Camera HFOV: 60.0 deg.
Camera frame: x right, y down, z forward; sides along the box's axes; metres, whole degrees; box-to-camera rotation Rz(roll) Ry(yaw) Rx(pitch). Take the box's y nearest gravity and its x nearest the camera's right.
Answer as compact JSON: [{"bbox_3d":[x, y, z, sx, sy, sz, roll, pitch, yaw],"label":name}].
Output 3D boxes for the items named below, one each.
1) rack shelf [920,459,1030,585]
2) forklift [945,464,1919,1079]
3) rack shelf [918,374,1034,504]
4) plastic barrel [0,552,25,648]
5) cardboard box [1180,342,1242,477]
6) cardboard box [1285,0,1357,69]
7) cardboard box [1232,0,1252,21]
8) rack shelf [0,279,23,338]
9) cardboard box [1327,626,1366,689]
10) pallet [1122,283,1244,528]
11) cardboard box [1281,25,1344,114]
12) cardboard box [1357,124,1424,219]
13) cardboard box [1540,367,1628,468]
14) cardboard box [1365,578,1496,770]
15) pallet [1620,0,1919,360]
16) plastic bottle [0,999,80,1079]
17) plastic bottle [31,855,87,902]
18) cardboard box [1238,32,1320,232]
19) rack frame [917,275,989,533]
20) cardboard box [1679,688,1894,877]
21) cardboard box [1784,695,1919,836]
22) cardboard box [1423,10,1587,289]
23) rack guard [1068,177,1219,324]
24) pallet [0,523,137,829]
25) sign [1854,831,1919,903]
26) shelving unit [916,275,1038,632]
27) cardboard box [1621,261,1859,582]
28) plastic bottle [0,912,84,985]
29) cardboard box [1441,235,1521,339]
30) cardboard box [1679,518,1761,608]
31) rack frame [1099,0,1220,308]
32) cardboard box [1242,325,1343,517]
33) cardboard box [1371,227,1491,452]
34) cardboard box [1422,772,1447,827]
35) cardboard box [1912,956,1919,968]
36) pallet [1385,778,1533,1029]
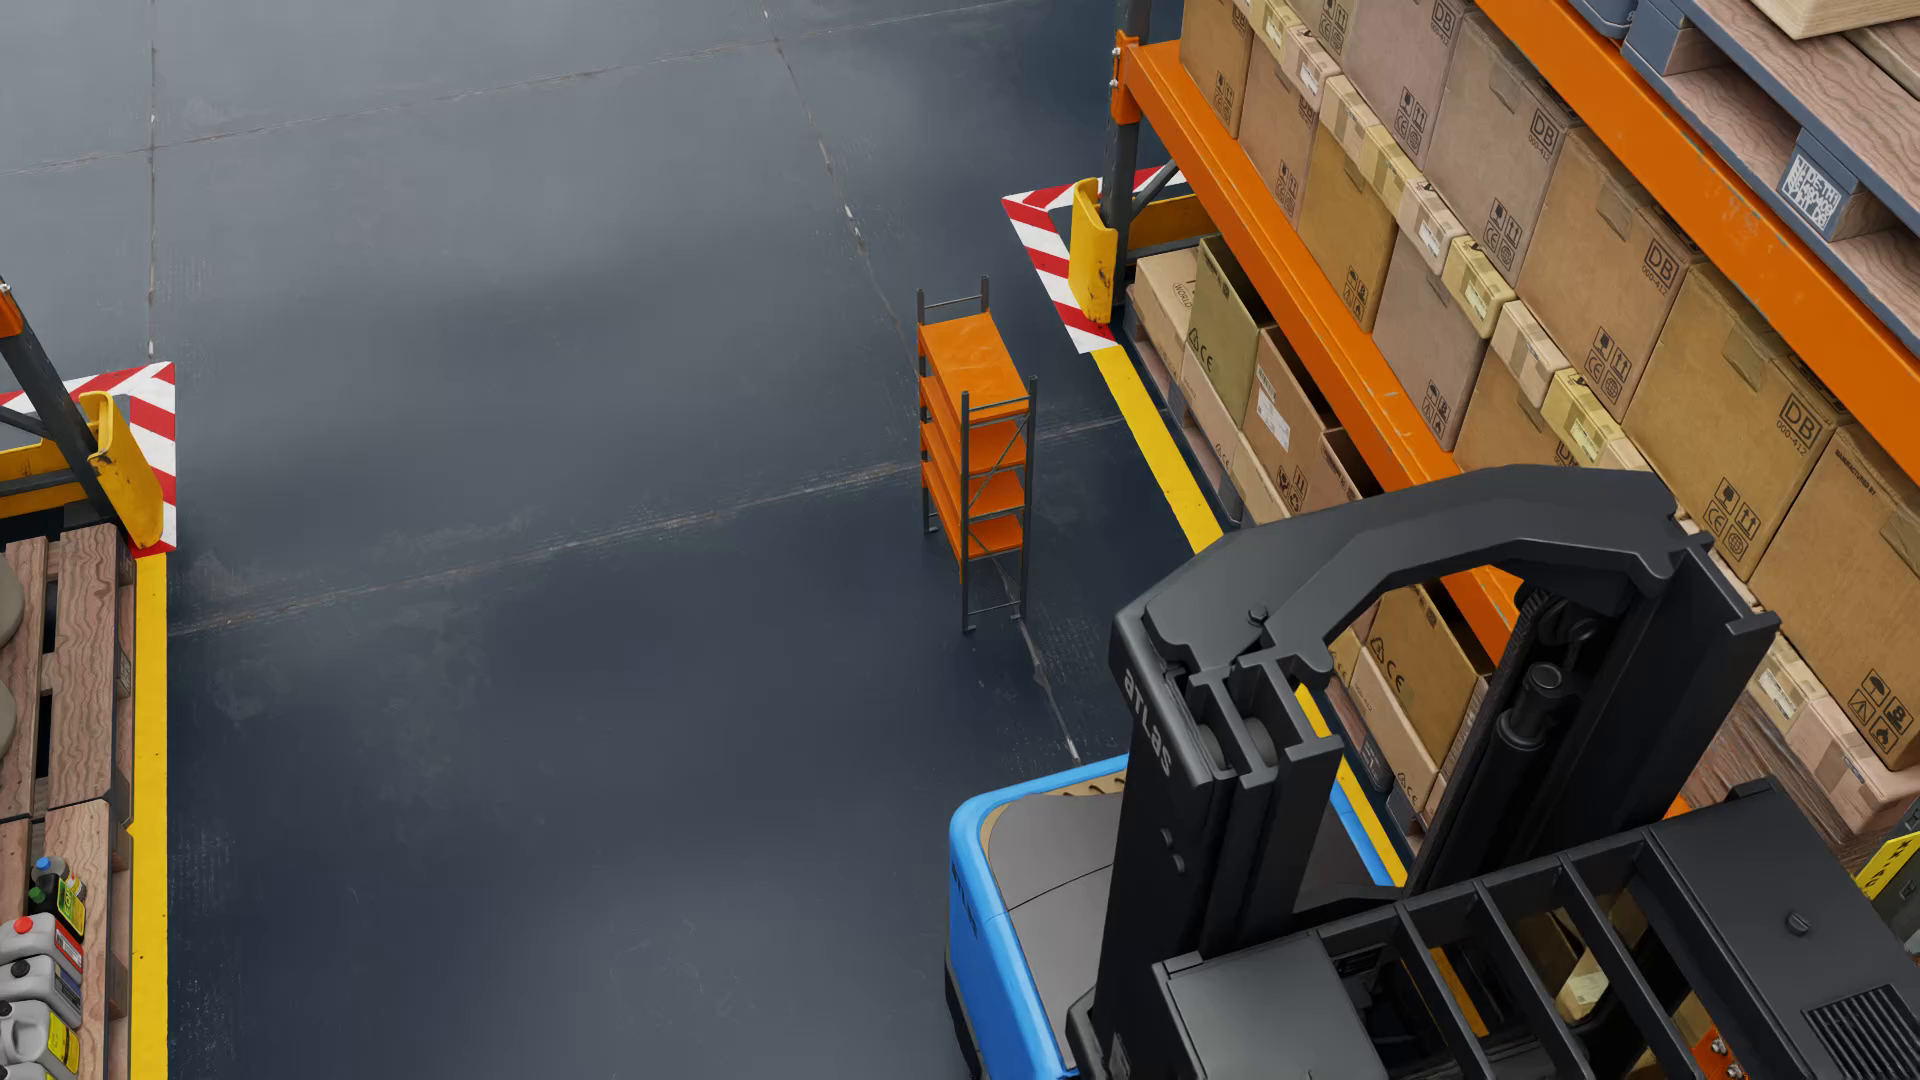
[{"bbox_3d":[0.049,-0.094,5.893,0.258,0.148,0.480,-13,51,-11],"label":"rack shelf"},{"bbox_3d":[0.891,1.387,3.163,1.130,2.935,3.031,-14,51,-11],"label":"forklift"},{"bbox_3d":[0.049,-0.367,5.570,0.258,0.148,0.480,-13,51,-11],"label":"rack shelf"},{"bbox_3d":[-3.398,0.142,5.521,0.421,0.512,0.421,0,50,0],"label":"plastic barrel"},{"bbox_3d":[1.164,-0.548,6.274,0.500,0.250,0.500,-13,51,-11],"label":"cardboard box"},{"bbox_3d":[1.369,-1.790,4.883,0.700,0.500,0.500,-15,51,-12],"label":"cardboard box"},{"bbox_3d":[1.058,-1.819,5.332,0.380,0.149,0.250,-15,51,-12],"label":"cardboard box"},{"bbox_3d":[-3.074,0.705,4.164,1.077,0.370,4.000,-13,51,-11],"label":"rack shelf"},{"bbox_3d":[1.455,0.184,5.657,0.500,0.250,0.500,-13,51,-11],"label":"cardboard box"},{"bbox_3d":[1.333,-0.657,6.666,1.003,0.211,1.213,-13,51,-11],"label":"pallet"},{"bbox_3d":[1.203,-1.452,5.022,0.380,0.149,0.250,-14,51,-12],"label":"cardboard box"},{"bbox_3d":[1.360,-1.071,4.701,0.380,0.149,0.250,-14,51,-11],"label":"cardboard box"},{"bbox_3d":[1.666,-0.319,4.067,0.380,0.149,0.250,-14,51,-11],"label":"cardboard box"},{"bbox_3d":[1.616,0.304,5.065,0.500,0.500,0.500,-13,51,-11],"label":"cardboard box"},{"bbox_3d":[1.973,-0.739,3.007,1.003,0.211,1.213,-13,51,-11],"label":"pallet"},{"bbox_3d":[-2.562,1.378,4.571,0.144,0.351,0.185,-11,51,-9],"label":"plastic bottle"},{"bbox_3d":[-2.704,1.015,4.975,0.097,0.201,0.097,0,50,0],"label":"plastic bottle"},{"bbox_3d":[1.353,-1.411,5.412,0.700,0.500,0.500,-12,51,-10],"label":"cardboard box"},{"bbox_3d":[-0.023,-0.444,5.840,0.240,1.200,0.015,-13,51,-11],"label":"rack frame"},{"bbox_3d":[2.113,0.462,3.834,0.700,0.500,0.500,-15,51,-12],"label":"cardboard box"},{"bbox_3d":[1.965,0.425,3.440,0.380,0.149,0.250,-13,51,-11],"label":"cardboard box"},{"bbox_3d":[1.667,-1.056,4.265,0.700,0.500,0.500,-13,51,-11],"label":"cardboard box"},{"bbox_3d":[1.060,-1.317,7.033,1.175,0.500,0.348,-13,51,-11],"label":"rack guard"},{"bbox_3d":[-3.363,0.550,5.648,1.003,0.211,1.213,-13,51,-11],"label":"pallet"},{"bbox_3d":[1.720,0.638,3.132,0.100,0.325,0.005,-13,51,-11],"label":"sign"},{"bbox_3d":[0.049,-0.266,5.689,0.258,1.200,0.503,-13,51,-11],"label":"shelving unit"},{"bbox_3d":[1.962,-0.325,3.649,0.700,0.500,0.500,-13,51,-11],"label":"cardboard box"},{"bbox_3d":[-2.656,1.181,4.786,0.152,0.276,0.135,-13,51,-11],"label":"plastic bottle"},{"bbox_3d":[1.509,-0.696,4.385,0.380,0.149,0.250,-12,51,-10],"label":"cardboard box"},{"bbox_3d":[1.814,0.053,3.754,0.380,0.149,0.250,-15,51,-12],"label":"cardboard box"},{"bbox_3d":[1.067,-2.105,6.063,1.000,3.000,0.127,-13,51,-11],"label":"rack frame"},{"bbox_3d":[1.323,-0.427,5.681,0.500,0.500,0.500,-13,51,-11],"label":"cardboard box"},{"bbox_3d":[1.653,-0.663,4.782,0.700,0.500,0.500,-12,51,-10],"label":"cardboard box"},{"bbox_3d":[1.766,0.911,5.044,0.500,0.250,0.500,-13,51,-11],"label":"cardboard box"},{"bbox_3d":[2.412,0.916,4.549,0.500,0.500,0.500,-13,51,-11],"label":"cardboard box"},{"bbox_3d":[2.055,1.125,5.164,1.003,0.211,1.213,-13,51,-11],"label":"pallet"}]
